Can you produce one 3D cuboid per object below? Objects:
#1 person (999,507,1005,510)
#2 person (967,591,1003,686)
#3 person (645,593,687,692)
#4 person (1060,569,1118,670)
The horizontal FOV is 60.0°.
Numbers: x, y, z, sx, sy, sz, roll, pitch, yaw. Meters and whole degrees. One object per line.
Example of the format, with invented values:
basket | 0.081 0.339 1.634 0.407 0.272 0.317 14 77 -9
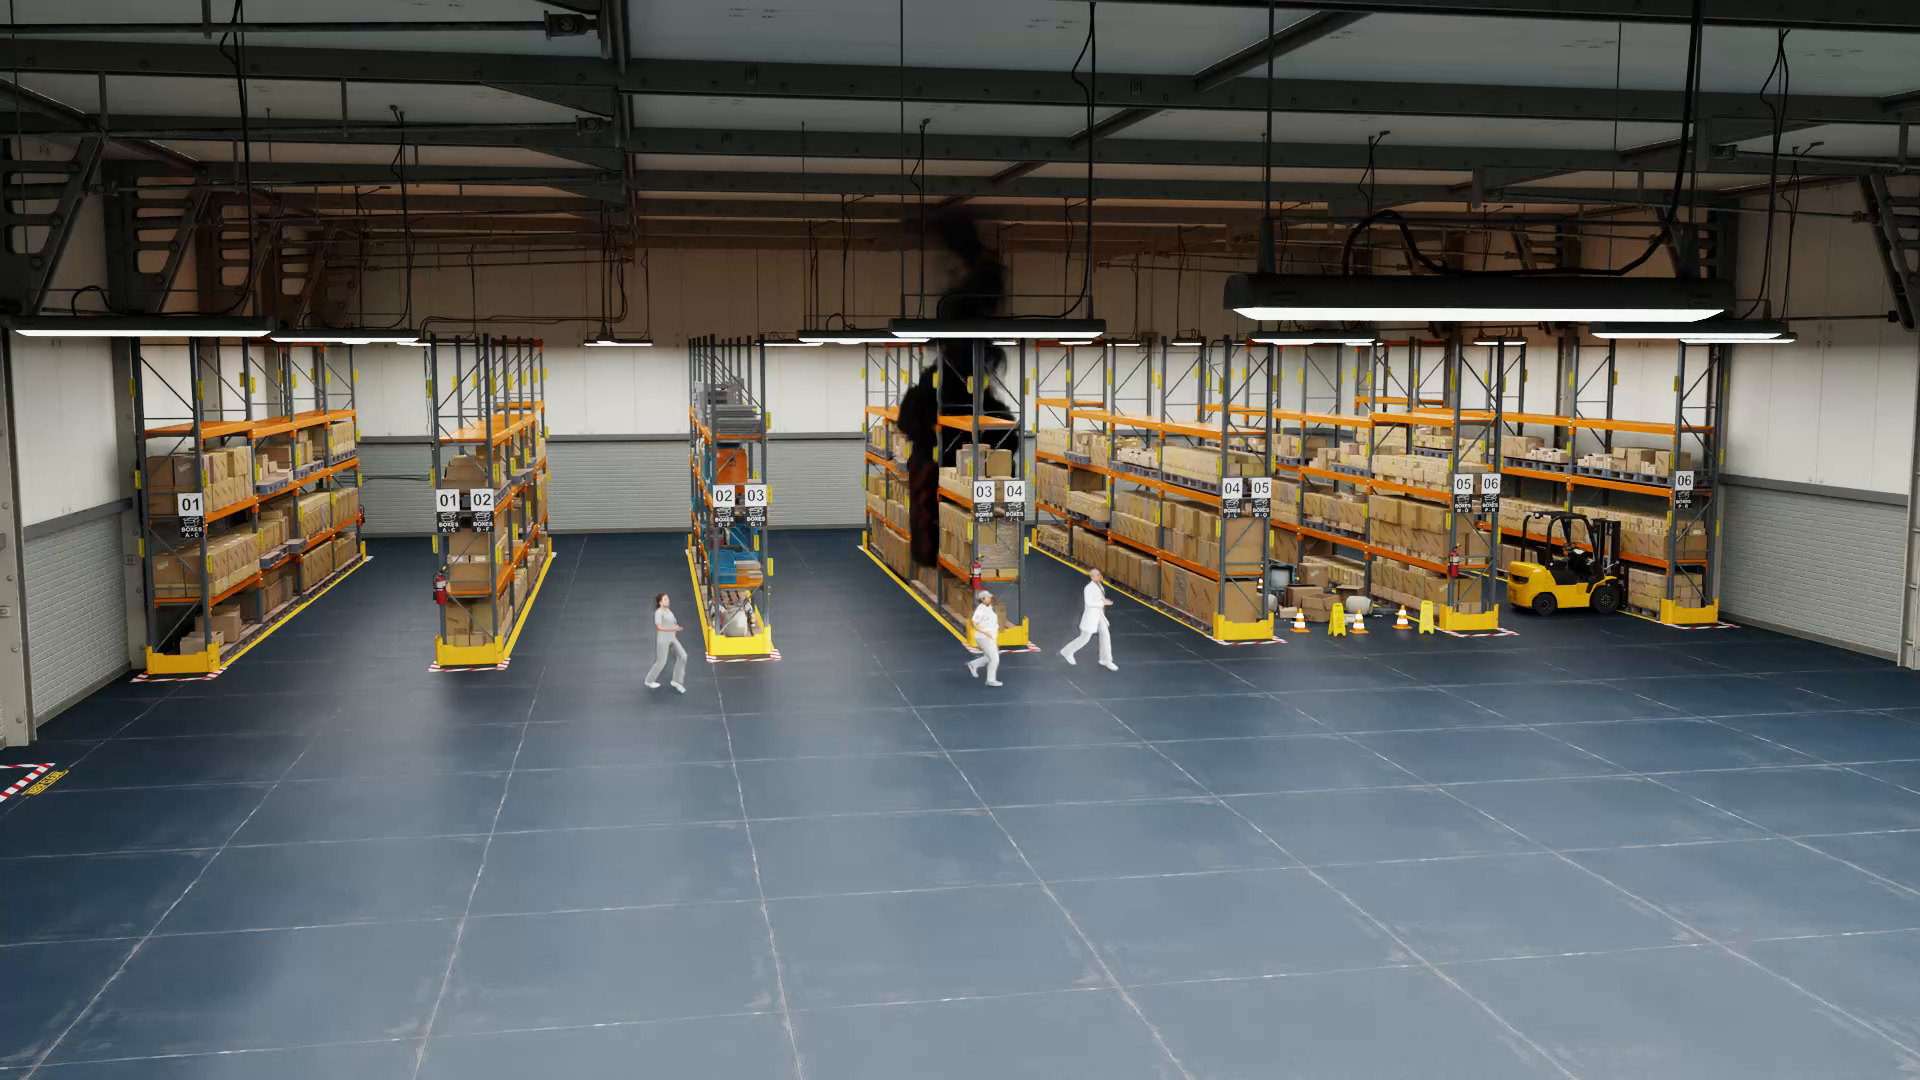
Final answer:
person | 1.104 -0.515 47.319 0.743 1.645 0.536 0 7 0
person | 0.430 1.670 28.403 0.646 1.621 0.613 3 7 21
person | -4.953 1.722 27.927 0.744 1.697 0.570 3 7 22
person | 2.349 1.417 29.901 1.049 1.814 0.724 4 8 30
